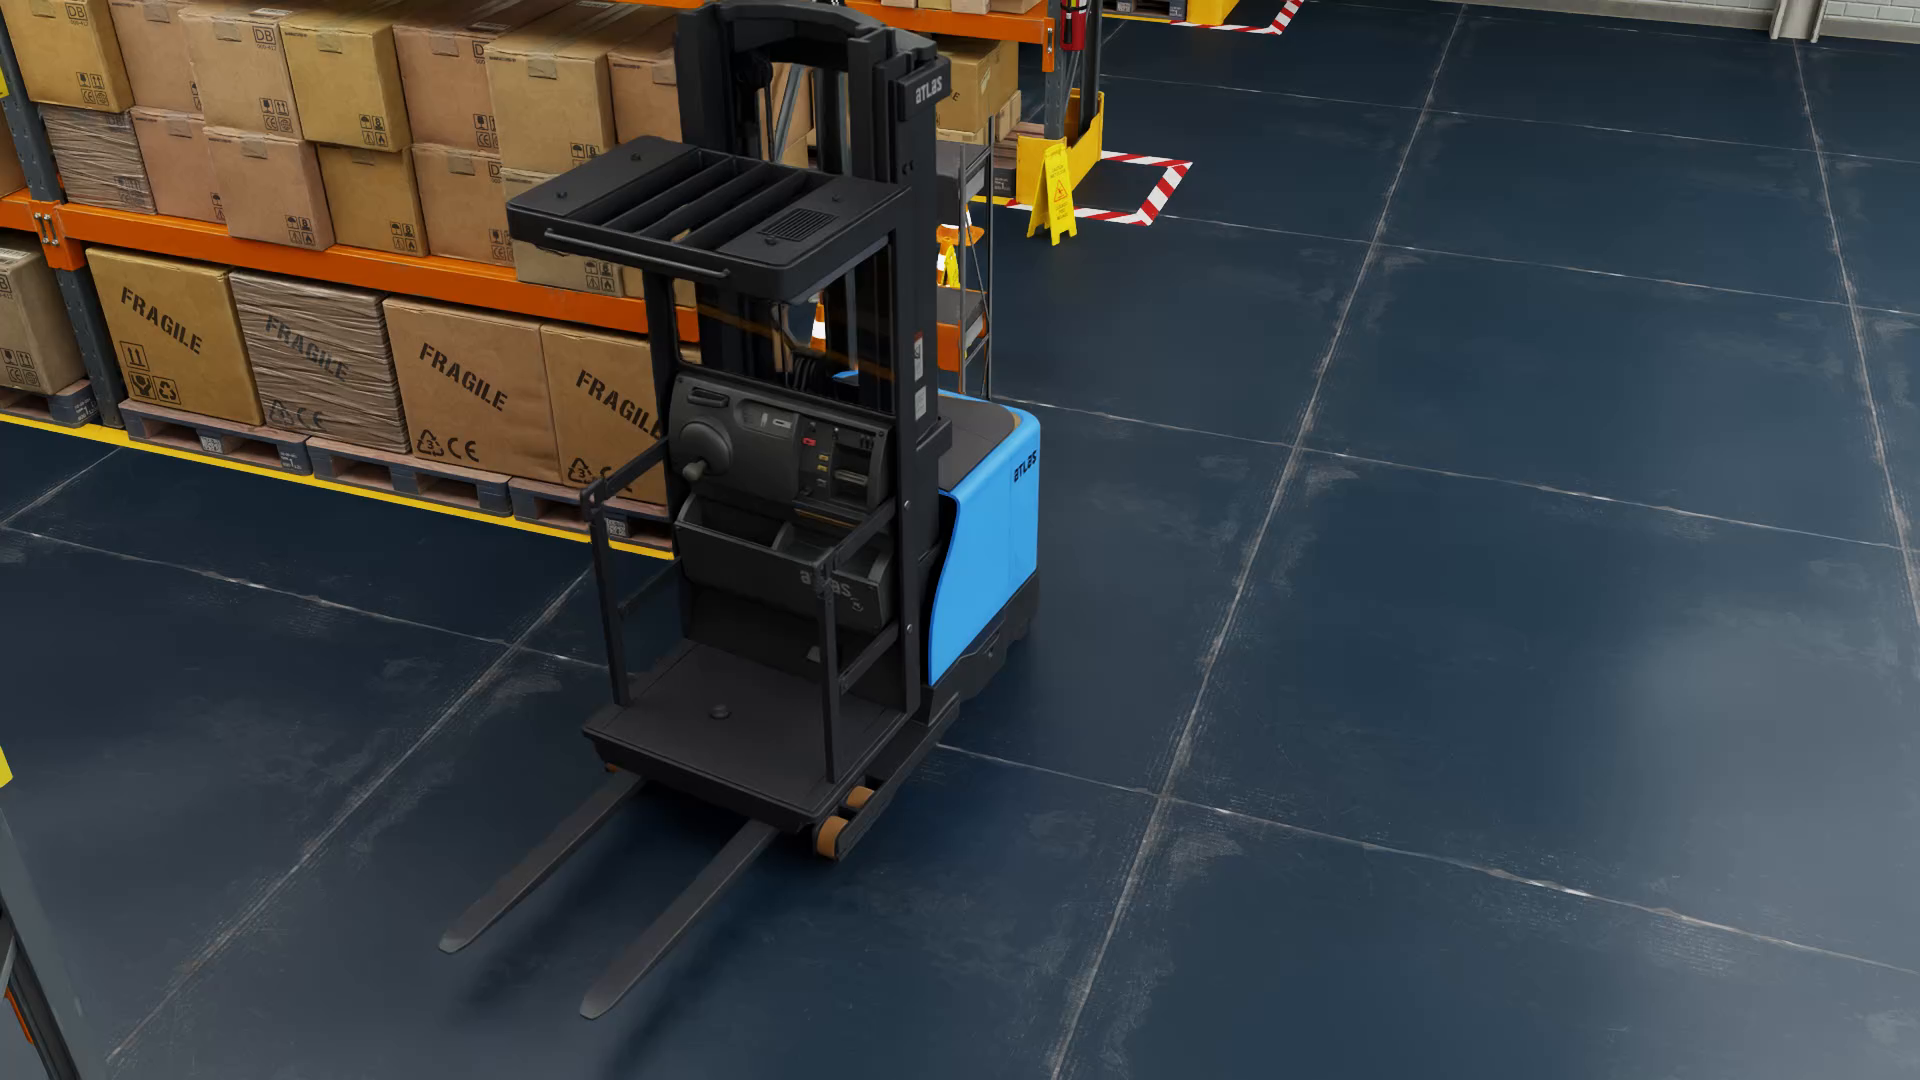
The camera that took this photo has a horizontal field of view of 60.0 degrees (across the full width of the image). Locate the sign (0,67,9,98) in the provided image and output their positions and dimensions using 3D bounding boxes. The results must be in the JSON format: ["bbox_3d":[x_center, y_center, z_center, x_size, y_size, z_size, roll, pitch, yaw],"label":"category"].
[{"bbox_3d":[-4.697,-2.307,8.064,0.005,0.325,0.100,11,34,16],"label":"sign"}]

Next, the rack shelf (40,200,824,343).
[{"bbox_3d":[-2.640,-1.465,8.416,4.000,0.370,1.077,11,34,16],"label":"rack shelf"}]

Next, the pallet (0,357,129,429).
[{"bbox_3d":[-5.275,-1.064,9.704,1.213,0.211,1.003,11,34,16],"label":"pallet"}]

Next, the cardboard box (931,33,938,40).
[{"bbox_3d":[-0.365,-3.670,12.625,0.500,0.500,0.500,10,34,15],"label":"cardboard box"}]

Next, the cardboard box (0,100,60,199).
[{"bbox_3d":[-5.105,-2.134,8.698,0.500,0.500,0.500,11,34,16],"label":"cardboard box"}]

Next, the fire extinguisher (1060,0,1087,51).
[{"bbox_3d":[0.769,-3.658,11.222,0.183,0.674,0.296,11,34,16],"label":"fire extinguisher"}]

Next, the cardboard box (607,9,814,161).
[{"bbox_3d":[-1.094,-2.005,7.457,0.550,0.550,0.875,11,34,16],"label":"cardboard box"}]

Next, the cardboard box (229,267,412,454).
[{"bbox_3d":[-3.105,-1.103,8.765,0.875,0.875,0.875,11,35,17],"label":"cardboard box"}]

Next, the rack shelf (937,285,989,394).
[{"bbox_3d":[-0.156,-0.901,7.735,0.480,0.518,0.431,11,34,16],"label":"rack shelf"}]

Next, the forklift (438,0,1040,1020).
[{"bbox_3d":[-0.779,-0.289,5.996,1.130,2.935,3.031,16,36,23],"label":"forklift"}]

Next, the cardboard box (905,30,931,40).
[{"bbox_3d":[-0.393,-3.602,11.922,0.250,0.149,0.380,12,35,18],"label":"cardboard box"}]

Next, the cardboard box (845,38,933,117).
[{"bbox_3d":[-0.517,-3.391,12.192,0.500,0.500,0.500,12,35,18],"label":"cardboard box"}]

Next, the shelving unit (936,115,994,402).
[{"bbox_3d":[-0.156,-0.912,7.727,0.503,2.100,0.431,11,34,16],"label":"shelving unit"}]

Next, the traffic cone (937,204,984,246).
[{"bbox_3d":[-0.023,-2.301,11.388,0.334,0.463,0.336,11,34,16],"label":"traffic cone"}]

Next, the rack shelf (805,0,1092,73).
[{"bbox_3d":[-1.066,-4.011,12.360,4.000,0.370,1.077,11,34,16],"label":"rack shelf"}]

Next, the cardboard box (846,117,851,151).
[{"bbox_3d":[-0.520,-3.078,12.399,0.500,0.250,0.500,11,34,17],"label":"cardboard box"}]

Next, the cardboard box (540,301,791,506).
[{"bbox_3d":[-1.418,-0.775,8.257,0.875,0.875,0.875,11,35,17],"label":"cardboard box"}]

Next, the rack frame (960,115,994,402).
[{"bbox_3d":[0.074,-0.868,7.658,0.015,2.100,0.400,11,34,16],"label":"rack frame"}]

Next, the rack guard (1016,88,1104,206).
[{"bbox_3d":[0.746,-2.911,12.297,0.348,0.500,1.175,11,34,16],"label":"rack guard"}]

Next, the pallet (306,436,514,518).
[{"bbox_3d":[-2.681,-0.560,8.923,1.213,0.211,1.003,11,34,16],"label":"pallet"}]

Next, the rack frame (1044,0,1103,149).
[{"bbox_3d":[0.817,-3.947,11.598,0.127,3.000,1.000,11,34,16],"label":"rack frame"}]

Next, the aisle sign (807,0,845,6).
[{"bbox_3d":[-0.590,-2.633,7.167,0.004,0.787,0.394,11,34,16],"label":"aisle sign"}]

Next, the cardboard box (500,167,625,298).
[{"bbox_3d":[-1.647,-1.598,7.822,0.550,0.550,0.875,11,34,16],"label":"cardboard box"}]

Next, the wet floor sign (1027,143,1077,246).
[{"bbox_3d":[0.635,-2.377,11.336,0.232,0.644,0.267,24,40,32],"label":"wet floor sign"}]

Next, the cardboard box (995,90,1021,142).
[{"bbox_3d":[0.151,-3.257,12.677,0.500,0.250,0.500,11,34,16],"label":"cardboard box"}]

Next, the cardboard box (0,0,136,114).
[{"bbox_3d":[-4.187,-2.565,8.323,0.550,0.550,0.875,11,34,16],"label":"cardboard box"}]

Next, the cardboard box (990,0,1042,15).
[{"bbox_3d":[0.393,-3.801,11.603,0.250,0.149,0.380,12,35,18],"label":"cardboard box"}]

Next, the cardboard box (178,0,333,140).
[{"bbox_3d":[-3.169,-2.354,7.997,0.550,0.550,0.875,11,34,16],"label":"cardboard box"}]

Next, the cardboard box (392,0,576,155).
[{"bbox_3d":[-2.124,-2.231,7.806,0.550,0.550,0.875,11,34,16],"label":"cardboard box"}]

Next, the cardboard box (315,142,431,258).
[{"bbox_3d":[-2.645,-1.841,8.197,0.500,0.550,0.875,11,34,16],"label":"cardboard box"}]

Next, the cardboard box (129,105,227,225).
[{"bbox_3d":[-3.646,-2.045,8.514,0.550,0.550,0.875,11,34,16],"label":"cardboard box"}]

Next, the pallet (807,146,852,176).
[{"bbox_3d":[-1.152,-3.180,12.981,1.213,0.211,1.003,11,34,16],"label":"pallet"}]

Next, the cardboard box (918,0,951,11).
[{"bbox_3d":[-0.117,-3.848,11.677,0.250,0.149,0.380,10,34,16],"label":"cardboard box"}]

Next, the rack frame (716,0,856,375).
[{"bbox_3d":[-0.758,-1.401,7.654,0.127,3.000,1.000,11,34,16],"label":"rack frame"}]
